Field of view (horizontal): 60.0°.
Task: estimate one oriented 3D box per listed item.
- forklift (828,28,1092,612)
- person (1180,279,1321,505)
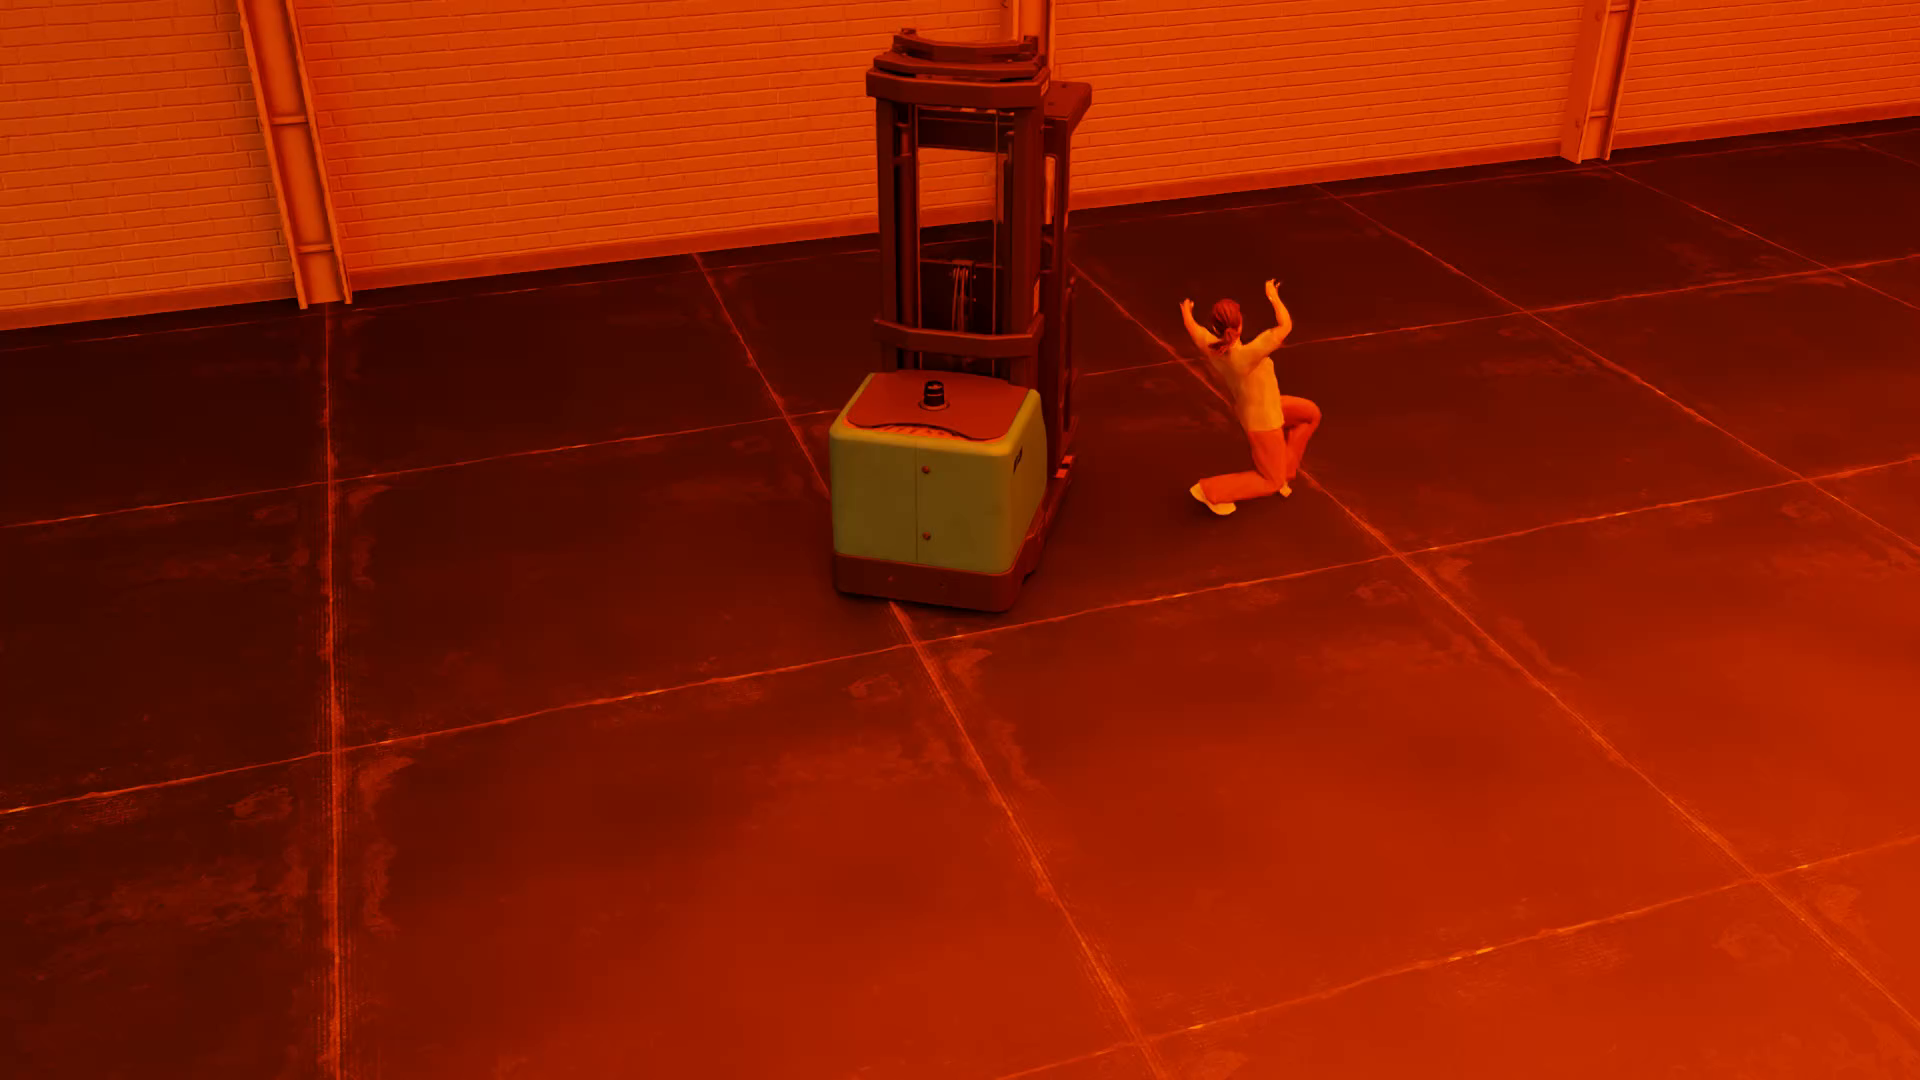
[{"bbox_3d":[0.133,-1.593,9.856,1.130,2.935,3.031,7,31,12],"label":"forklift"},{"bbox_3d":[1.804,-0.989,10.207,0.820,1.388,0.978,-5,30,-8],"label":"person"}]
